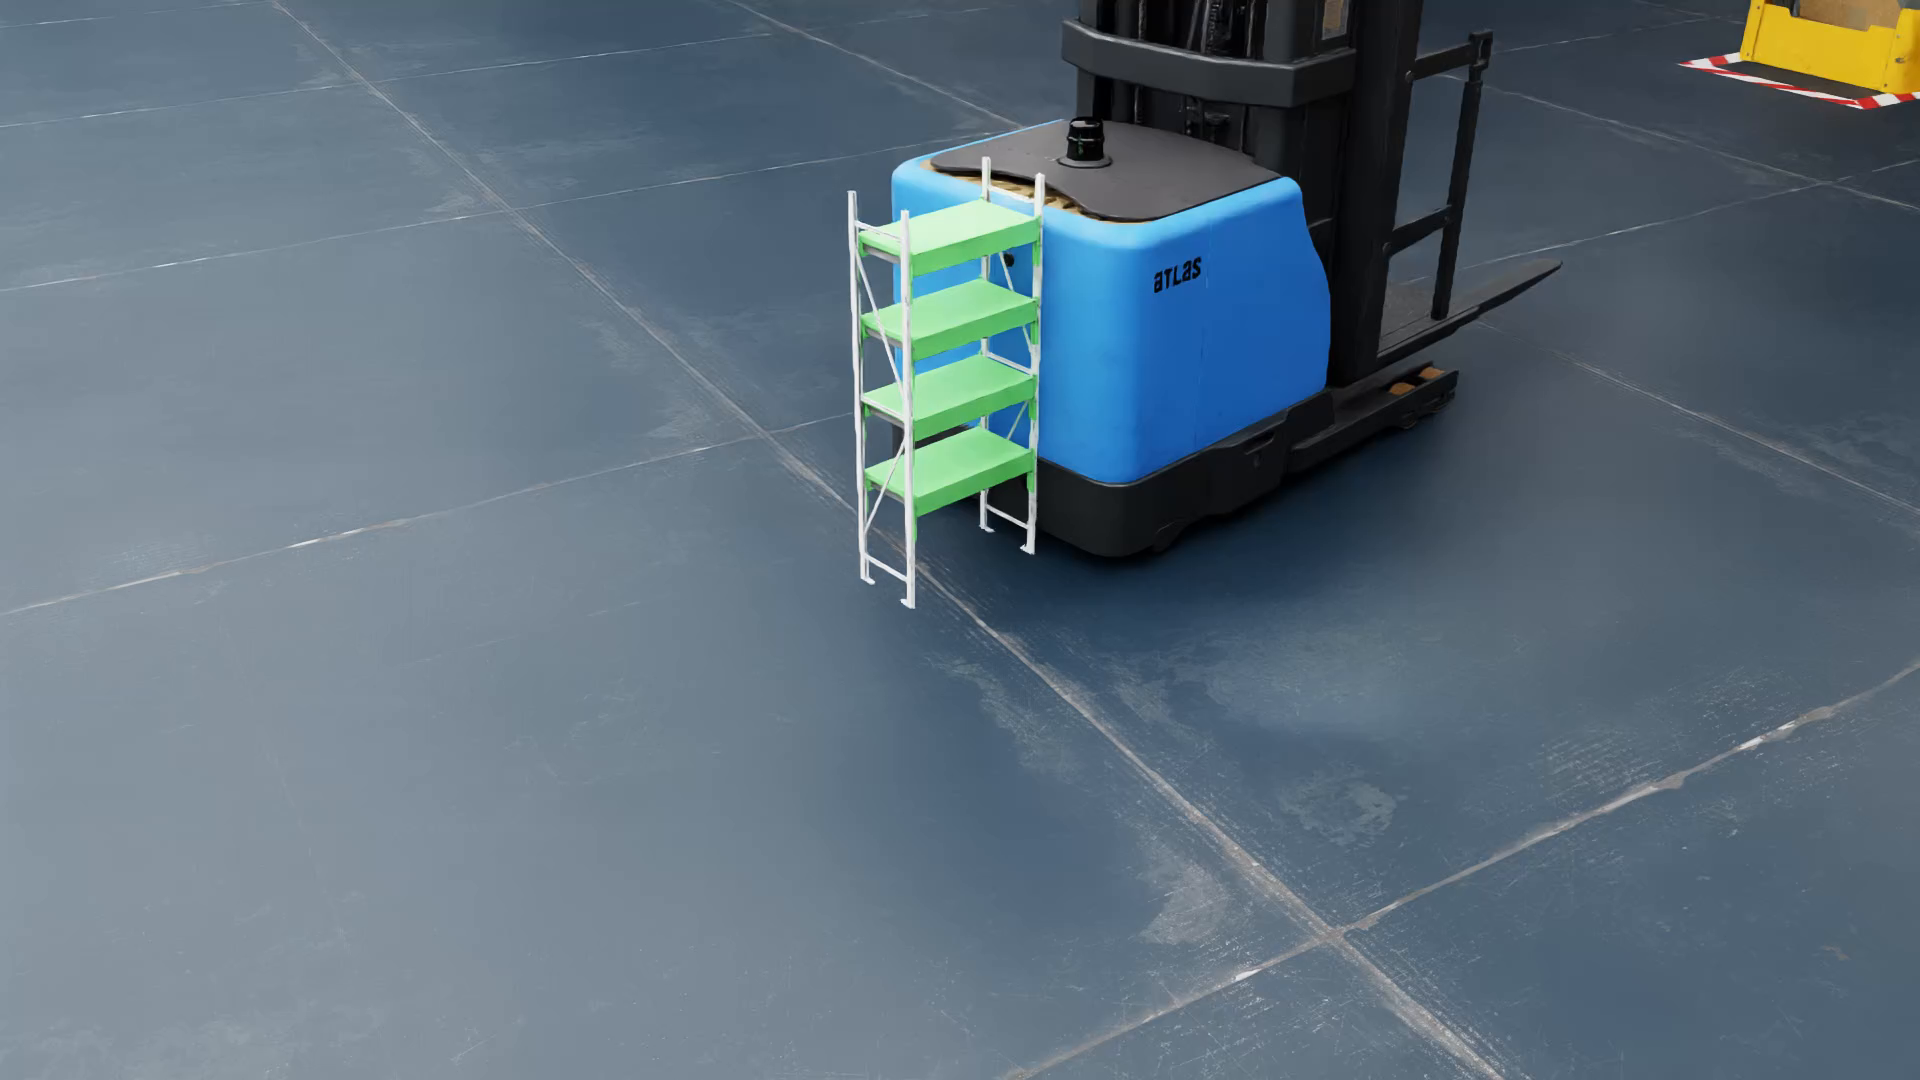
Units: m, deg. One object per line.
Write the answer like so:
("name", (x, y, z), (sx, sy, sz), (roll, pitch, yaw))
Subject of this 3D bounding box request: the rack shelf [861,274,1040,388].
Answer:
("rack shelf", (-0.034, -0.600, 4.732), (0.480, 0.148, 0.258), (-23, 36, -36))

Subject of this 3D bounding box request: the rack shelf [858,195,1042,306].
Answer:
("rack shelf", (-0.034, -0.810, 4.616), (0.480, 0.148, 0.258), (-23, 36, -36))

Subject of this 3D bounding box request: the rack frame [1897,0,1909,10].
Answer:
("rack frame", (5.615, -4.326, 9.985), (0.053, 2.616, 0.949), (-16, 33, -26))

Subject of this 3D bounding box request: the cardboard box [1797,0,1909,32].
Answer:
("cardboard box", (6.168, -3.772, 10.745), (0.875, 0.875, 0.875), (-16, 33, -26))

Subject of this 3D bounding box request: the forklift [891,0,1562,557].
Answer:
("forklift", (1.176, -1.840, 5.551), (3.031, 2.935, 1.130), (-25, 38, -38))

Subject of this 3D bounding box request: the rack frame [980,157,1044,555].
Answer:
("rack frame", (0.148, -0.525, 4.959), (0.015, 1.200, 0.240), (-23, 36, -36))

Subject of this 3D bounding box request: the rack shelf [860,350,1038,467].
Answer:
("rack shelf", (-0.034, -0.390, 4.848), (0.480, 0.148, 0.258), (-23, 36, -36))

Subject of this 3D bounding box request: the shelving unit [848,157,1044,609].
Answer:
("shelving unit", (-0.034, -0.446, 4.817), (0.503, 1.200, 0.258), (-23, 36, -36))

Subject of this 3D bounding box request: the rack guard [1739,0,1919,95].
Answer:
("rack guard", (5.596, -3.225, 10.576), (0.348, 0.500, 1.175), (-16, 33, -26))

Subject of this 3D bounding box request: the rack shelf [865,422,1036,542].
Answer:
("rack shelf", (-0.034, -0.180, 4.963), (0.480, 0.148, 0.258), (-23, 36, -36))

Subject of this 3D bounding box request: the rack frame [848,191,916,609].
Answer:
("rack frame", (-0.216, -0.368, 4.675), (0.015, 1.200, 0.240), (-23, 36, -36))
